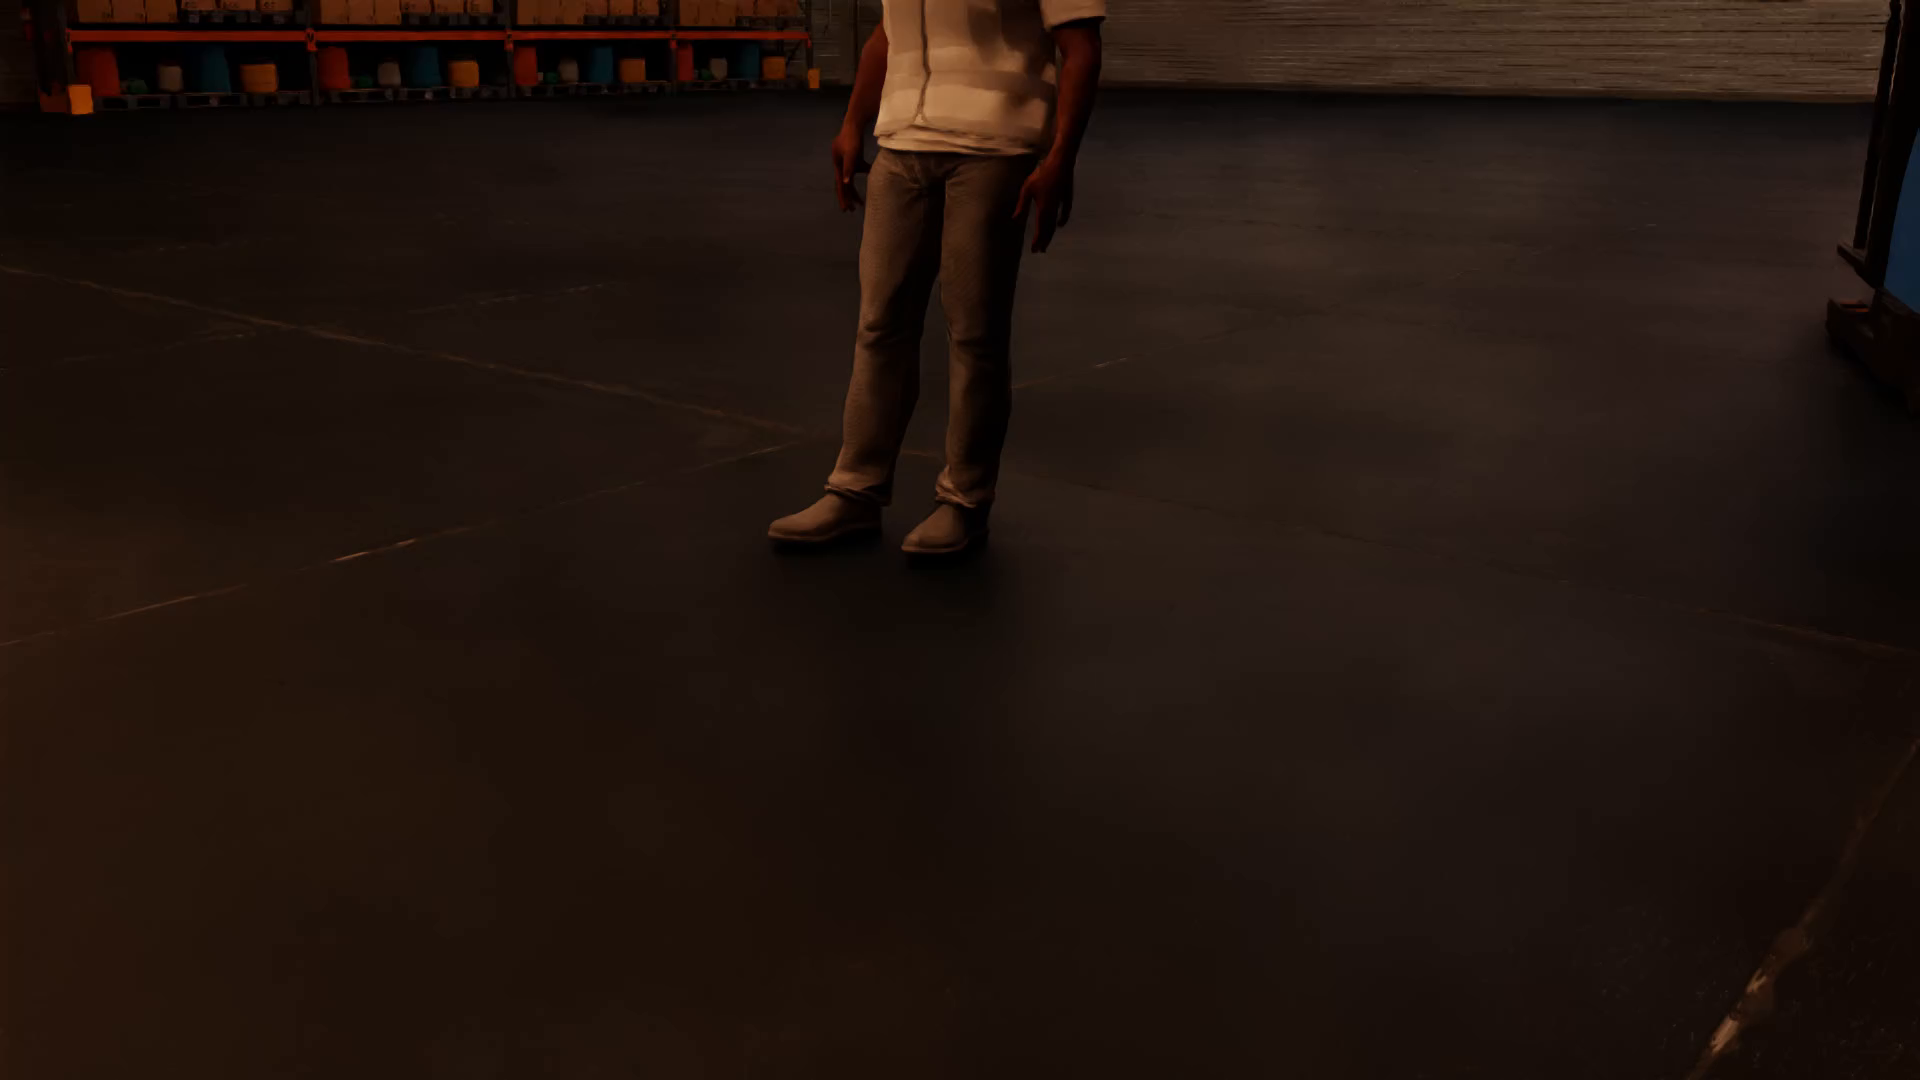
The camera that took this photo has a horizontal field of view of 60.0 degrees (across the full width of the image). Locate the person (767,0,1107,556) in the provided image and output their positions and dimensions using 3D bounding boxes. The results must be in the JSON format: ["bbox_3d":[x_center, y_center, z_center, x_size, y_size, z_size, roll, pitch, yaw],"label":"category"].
[{"bbox_3d":[-0.048,-0.837,3.635,0.665,1.766,0.576,13,21,37],"label":"person"}]

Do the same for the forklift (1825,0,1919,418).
[{"bbox_3d":[3.831,-2.056,5.668,1.130,2.935,3.031,6,18,19],"label":"forklift"}]
